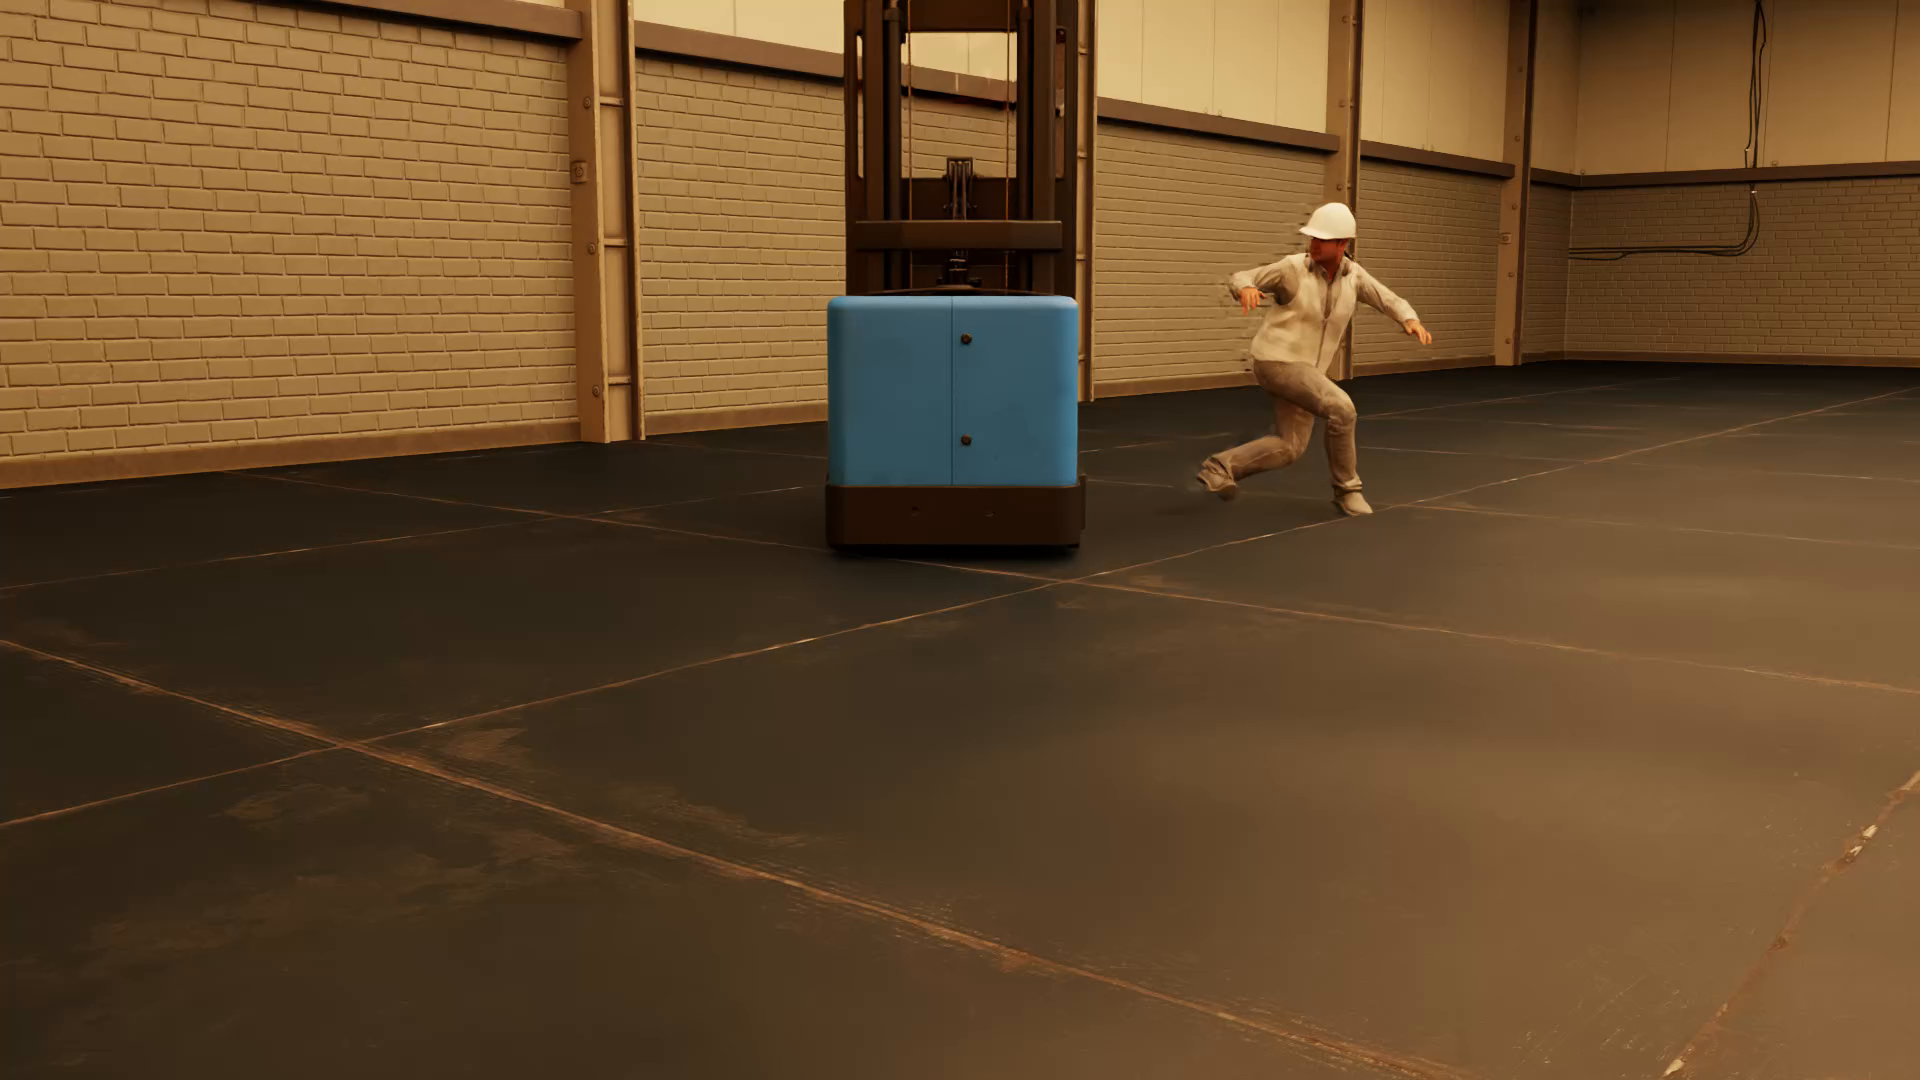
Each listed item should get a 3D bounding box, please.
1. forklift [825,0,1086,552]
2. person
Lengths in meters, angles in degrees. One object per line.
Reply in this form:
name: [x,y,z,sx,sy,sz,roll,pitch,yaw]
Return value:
forklift: [0.013,-1.578,8.066,1.130,2.935,3.031,0,8,2]
person: [1.733,-0.882,8.222,0.881,1.551,1.100,-8,11,-42]
